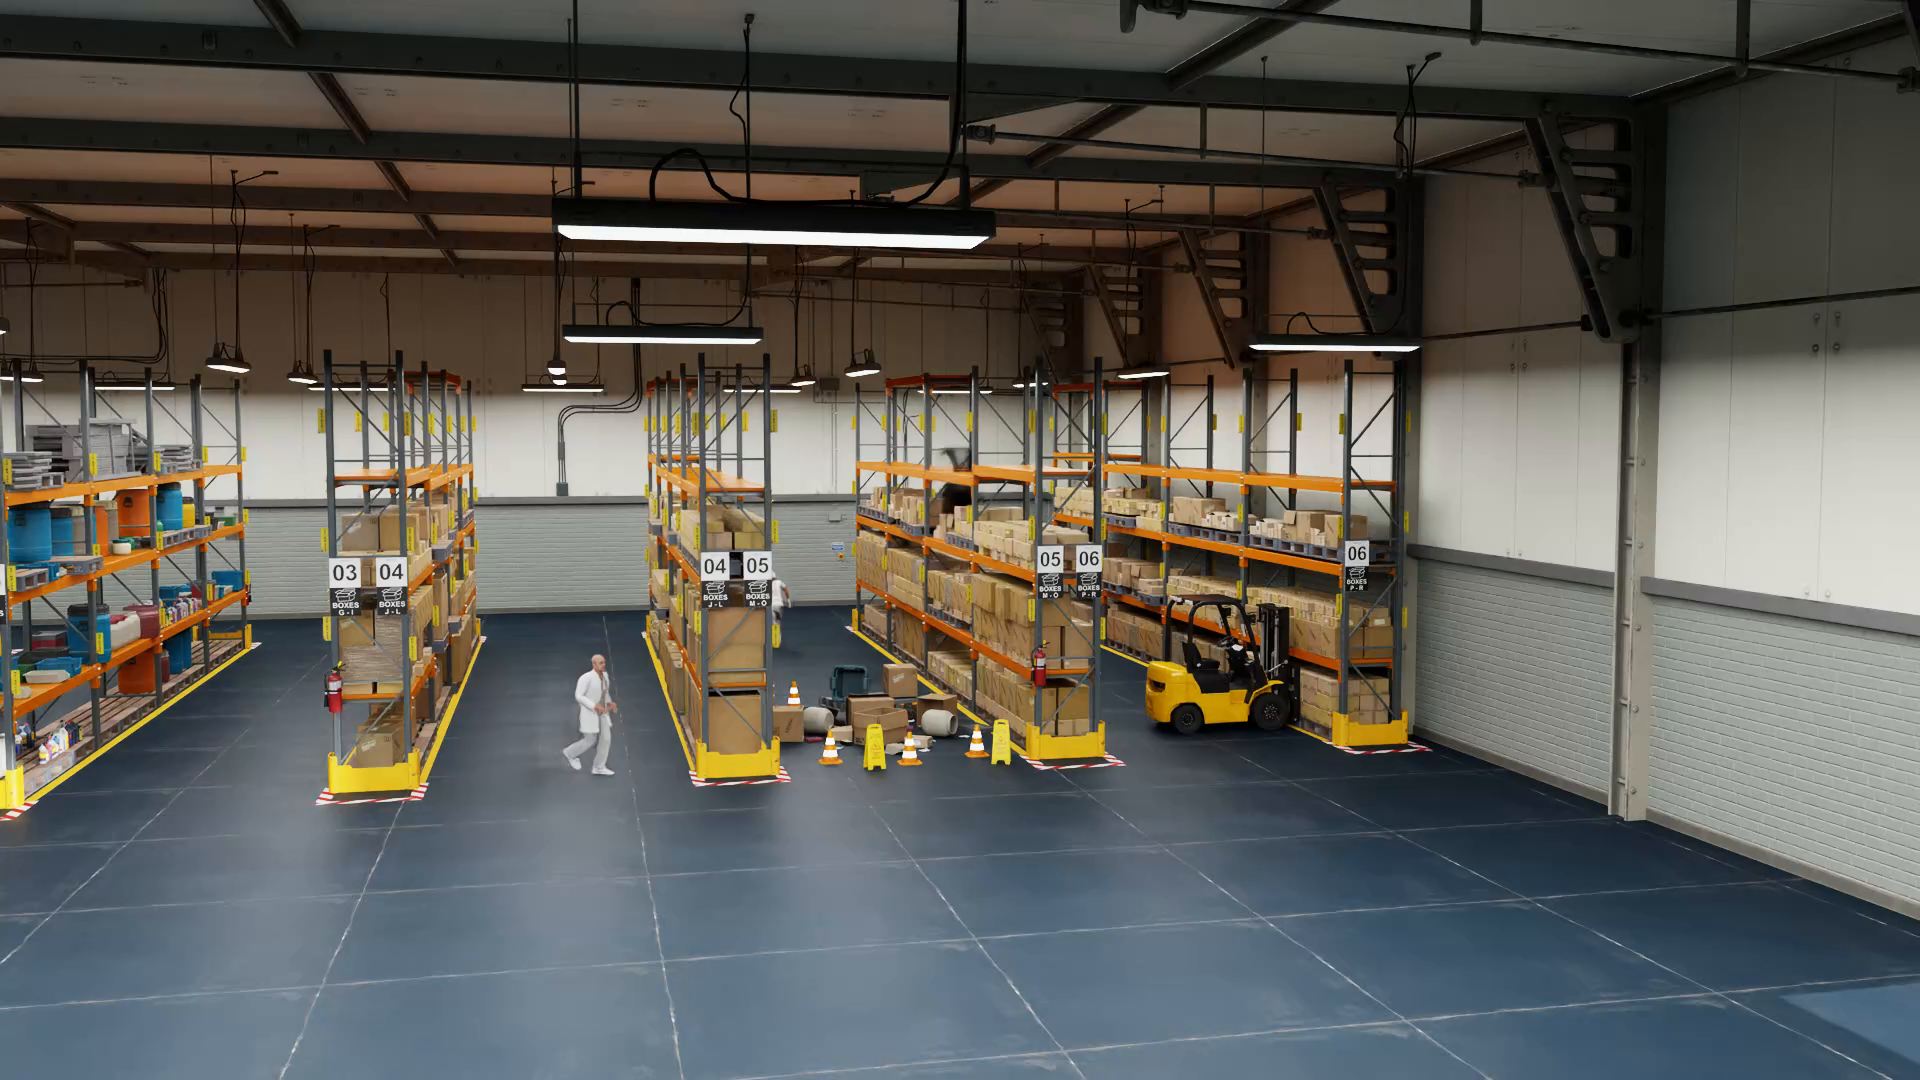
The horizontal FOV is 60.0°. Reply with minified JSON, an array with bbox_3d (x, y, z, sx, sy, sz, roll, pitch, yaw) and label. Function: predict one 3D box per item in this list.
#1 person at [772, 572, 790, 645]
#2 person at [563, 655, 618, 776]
[{"bbox_3d":[-4.195,1.558,37.647,0.715,1.611,1.087,-1,4,-11],"label":"person"},{"bbox_3d":[-5.312,2.488,23.778,0.867,1.734,0.703,3,5,33],"label":"person"}]
